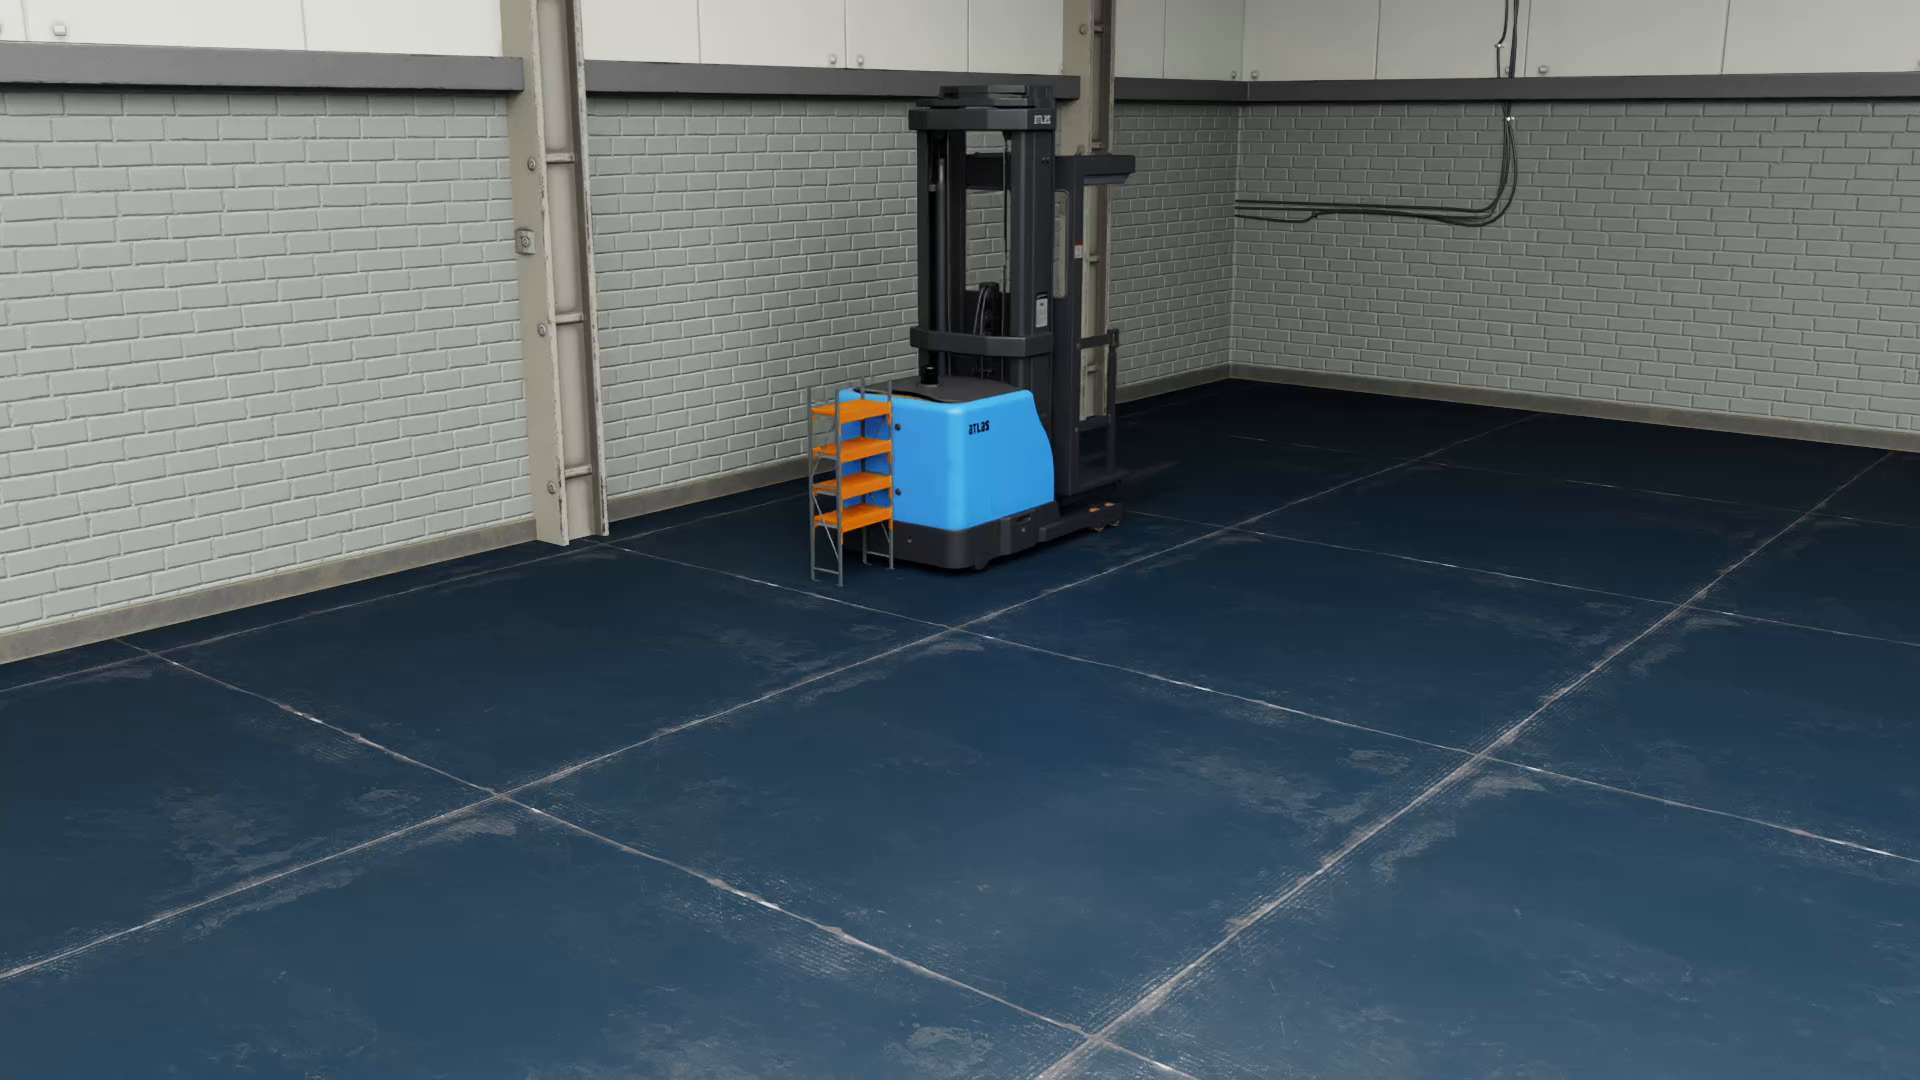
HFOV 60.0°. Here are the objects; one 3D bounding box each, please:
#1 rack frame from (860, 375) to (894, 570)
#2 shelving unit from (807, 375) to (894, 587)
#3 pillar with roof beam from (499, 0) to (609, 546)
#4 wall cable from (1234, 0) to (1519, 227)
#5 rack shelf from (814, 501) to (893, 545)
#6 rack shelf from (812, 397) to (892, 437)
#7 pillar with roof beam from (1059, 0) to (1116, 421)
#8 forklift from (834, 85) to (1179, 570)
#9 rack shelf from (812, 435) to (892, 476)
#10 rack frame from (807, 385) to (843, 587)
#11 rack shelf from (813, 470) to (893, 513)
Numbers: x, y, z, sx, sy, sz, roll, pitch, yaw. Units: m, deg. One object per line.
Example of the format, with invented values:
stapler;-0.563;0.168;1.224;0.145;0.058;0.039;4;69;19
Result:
rack frame;-0.515;-0.412;10.309;0.240;1.200;0.015;10;18;35
shelving unit;-0.661;-0.364;10.119;0.258;1.200;0.503;10;18;35
pillar with roof beam;0.733;-3.718;7.484;9.100;9.000;0.400;11;18;38
wall cable;4.035;-4.388;16.427;3.097;2.526;0.112;11;18;38
rack shelf;-0.661;-0.106;10.185;0.258;0.148;0.480;10;18;35
rack shelf;-0.661;-0.745;10.022;0.258;0.148;0.480;10;18;35
pillar with roof beam;4.504;-4.867;12.007;9.100;9.000;0.400;11;18;38
forklift;0.475;-1.539;11.230;1.130;2.935;3.031;10;18;35
rack shelf;-0.661;-0.516;10.081;0.258;0.148;0.480;10;18;35
rack frame;-0.807;-0.316;9.930;0.240;1.200;0.015;10;18;35
rack shelf;-0.661;-0.299;10.136;0.258;0.148;0.480;10;18;35
